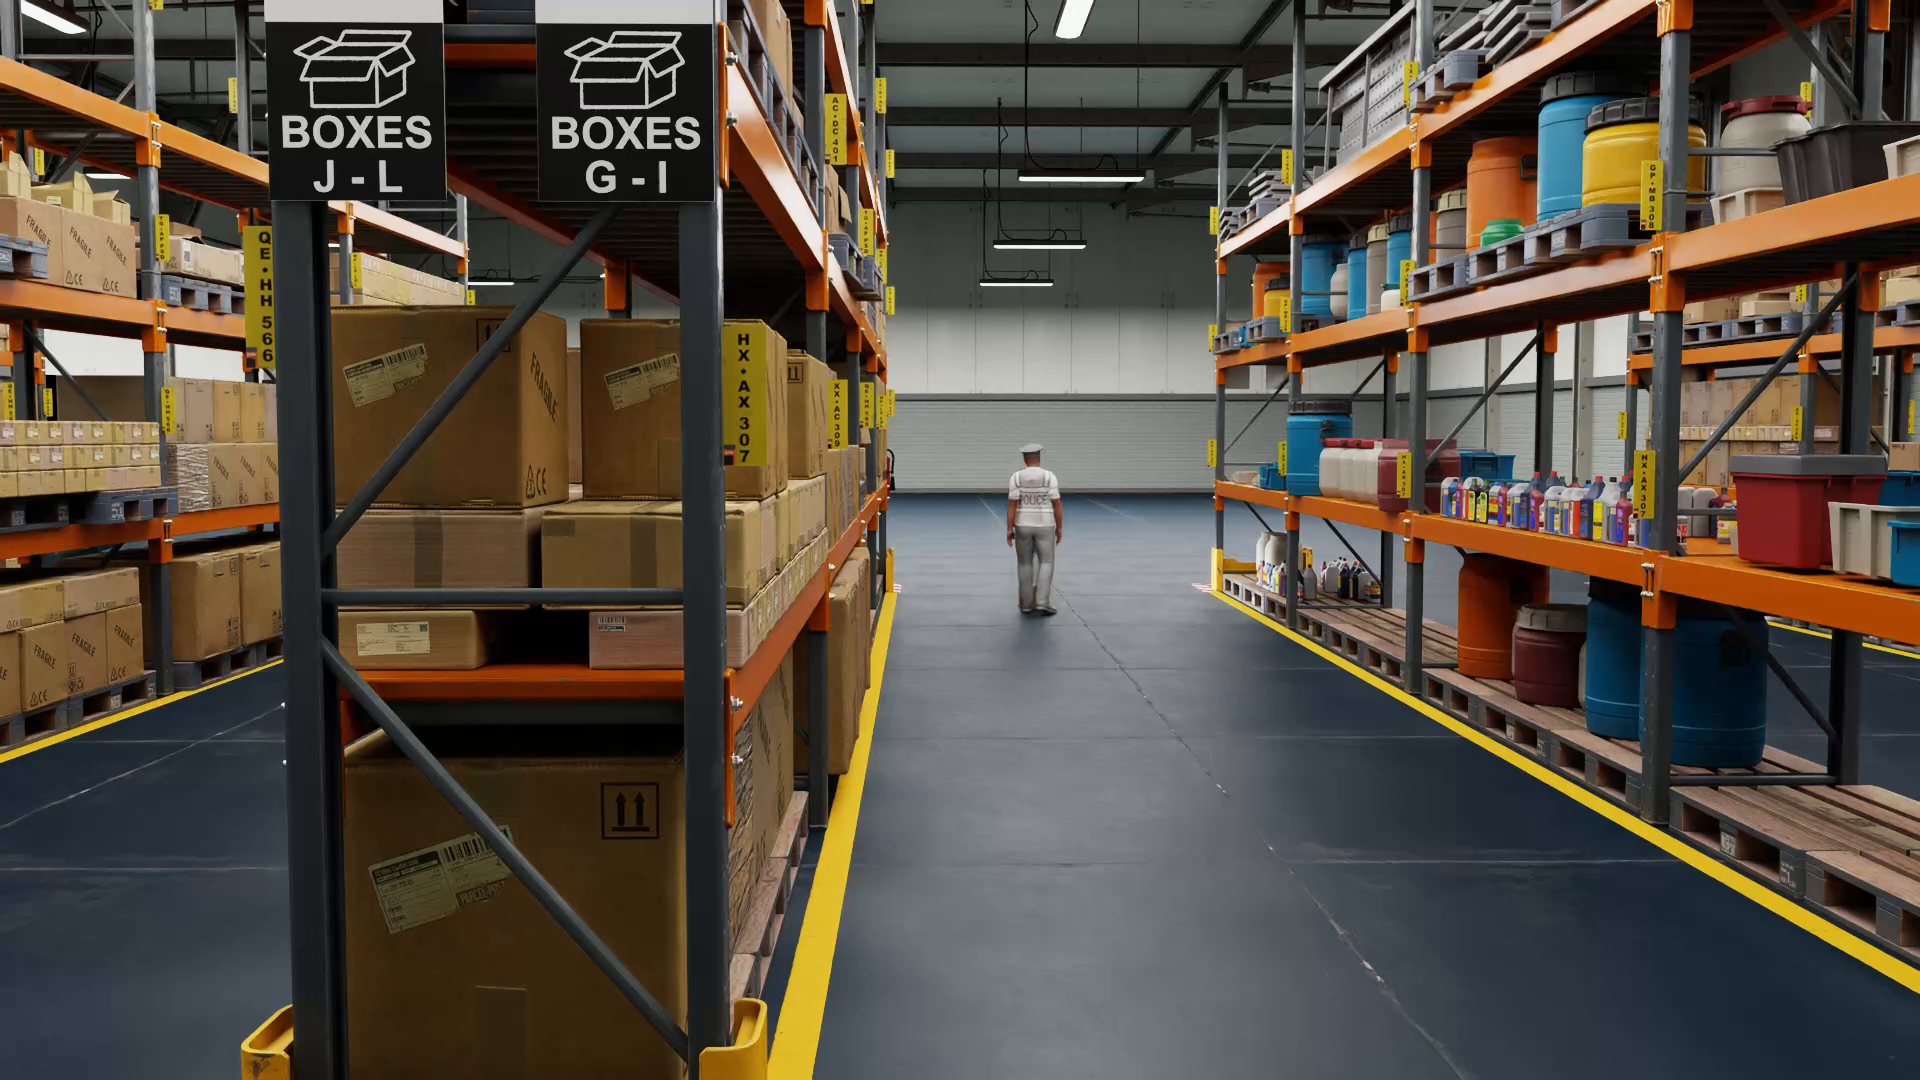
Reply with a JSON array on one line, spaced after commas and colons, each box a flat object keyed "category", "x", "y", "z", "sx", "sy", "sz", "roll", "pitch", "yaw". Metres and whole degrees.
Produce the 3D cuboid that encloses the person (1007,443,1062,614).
[{"category": "person", "x": 0.776, "y": -0.121, "z": 17.318, "sx": 0.570, "sy": 1.772, "sz": 0.494, "roll": 1, "pitch": 4, "yaw": 8}]
